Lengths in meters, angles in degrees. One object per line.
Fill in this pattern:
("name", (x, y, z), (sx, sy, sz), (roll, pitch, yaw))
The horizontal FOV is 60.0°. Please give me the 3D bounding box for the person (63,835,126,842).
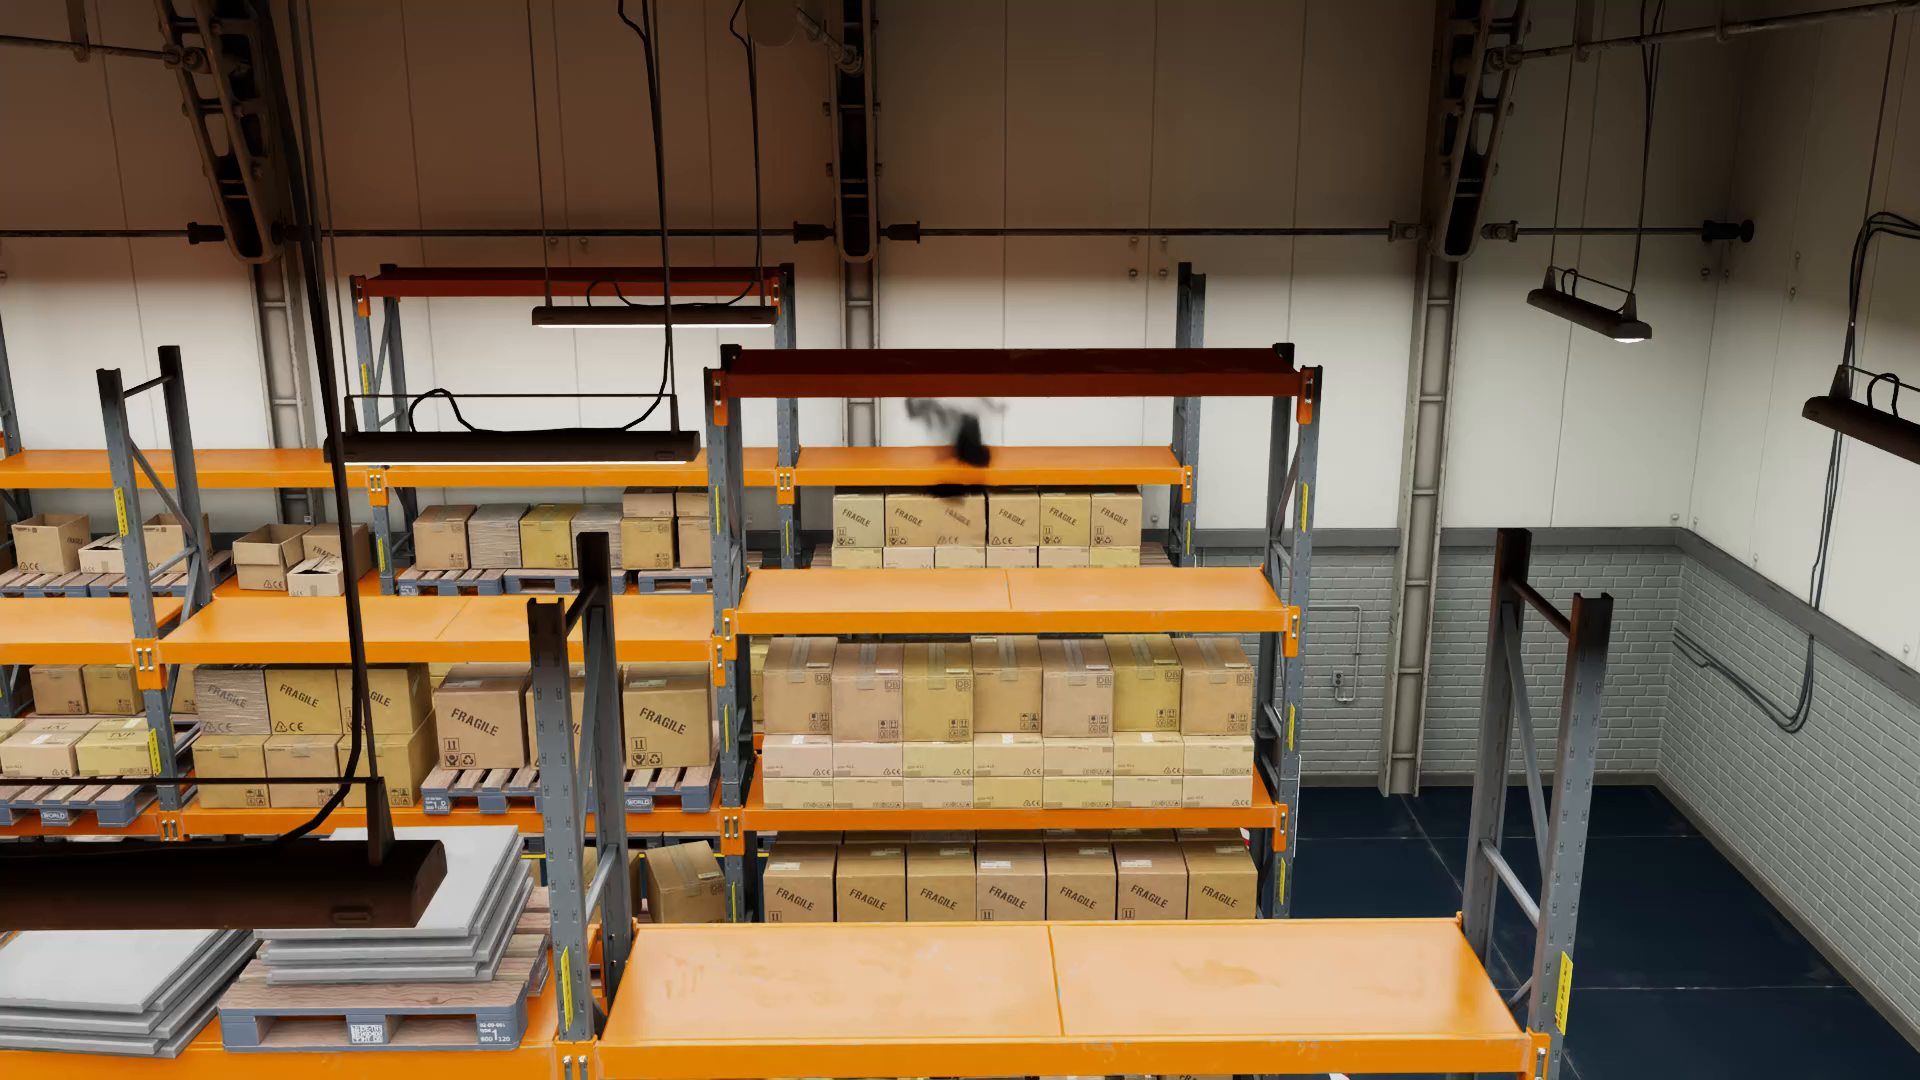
("person", (-7.744, 3.034, 14.902), (1.054, 1.753, 0.710), (-3, 16, -11))
